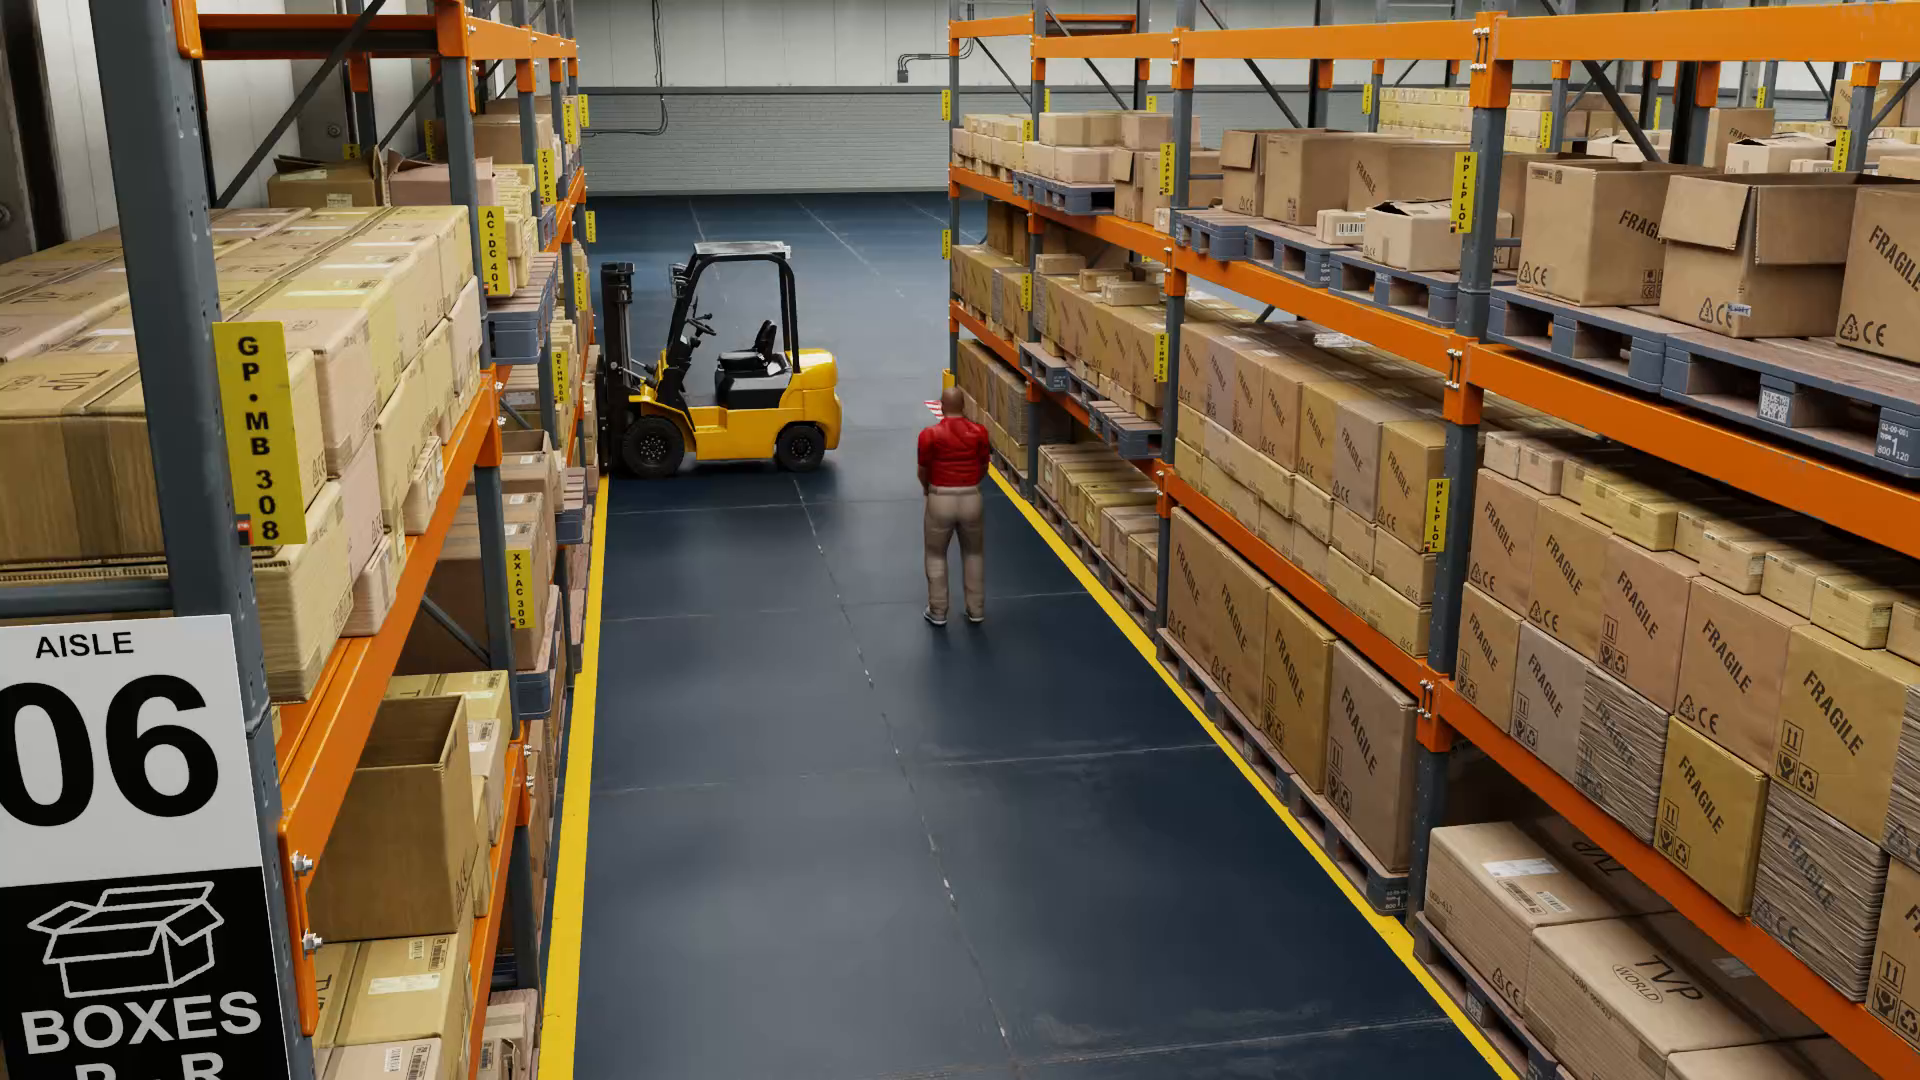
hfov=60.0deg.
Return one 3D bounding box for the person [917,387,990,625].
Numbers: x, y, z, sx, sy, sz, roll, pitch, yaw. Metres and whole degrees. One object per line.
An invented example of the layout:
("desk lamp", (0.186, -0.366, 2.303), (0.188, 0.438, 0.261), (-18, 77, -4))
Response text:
("person", (-0.062, -0.264, 11.958), (0.524, 1.730, 0.507), (-3, 17, -11))
